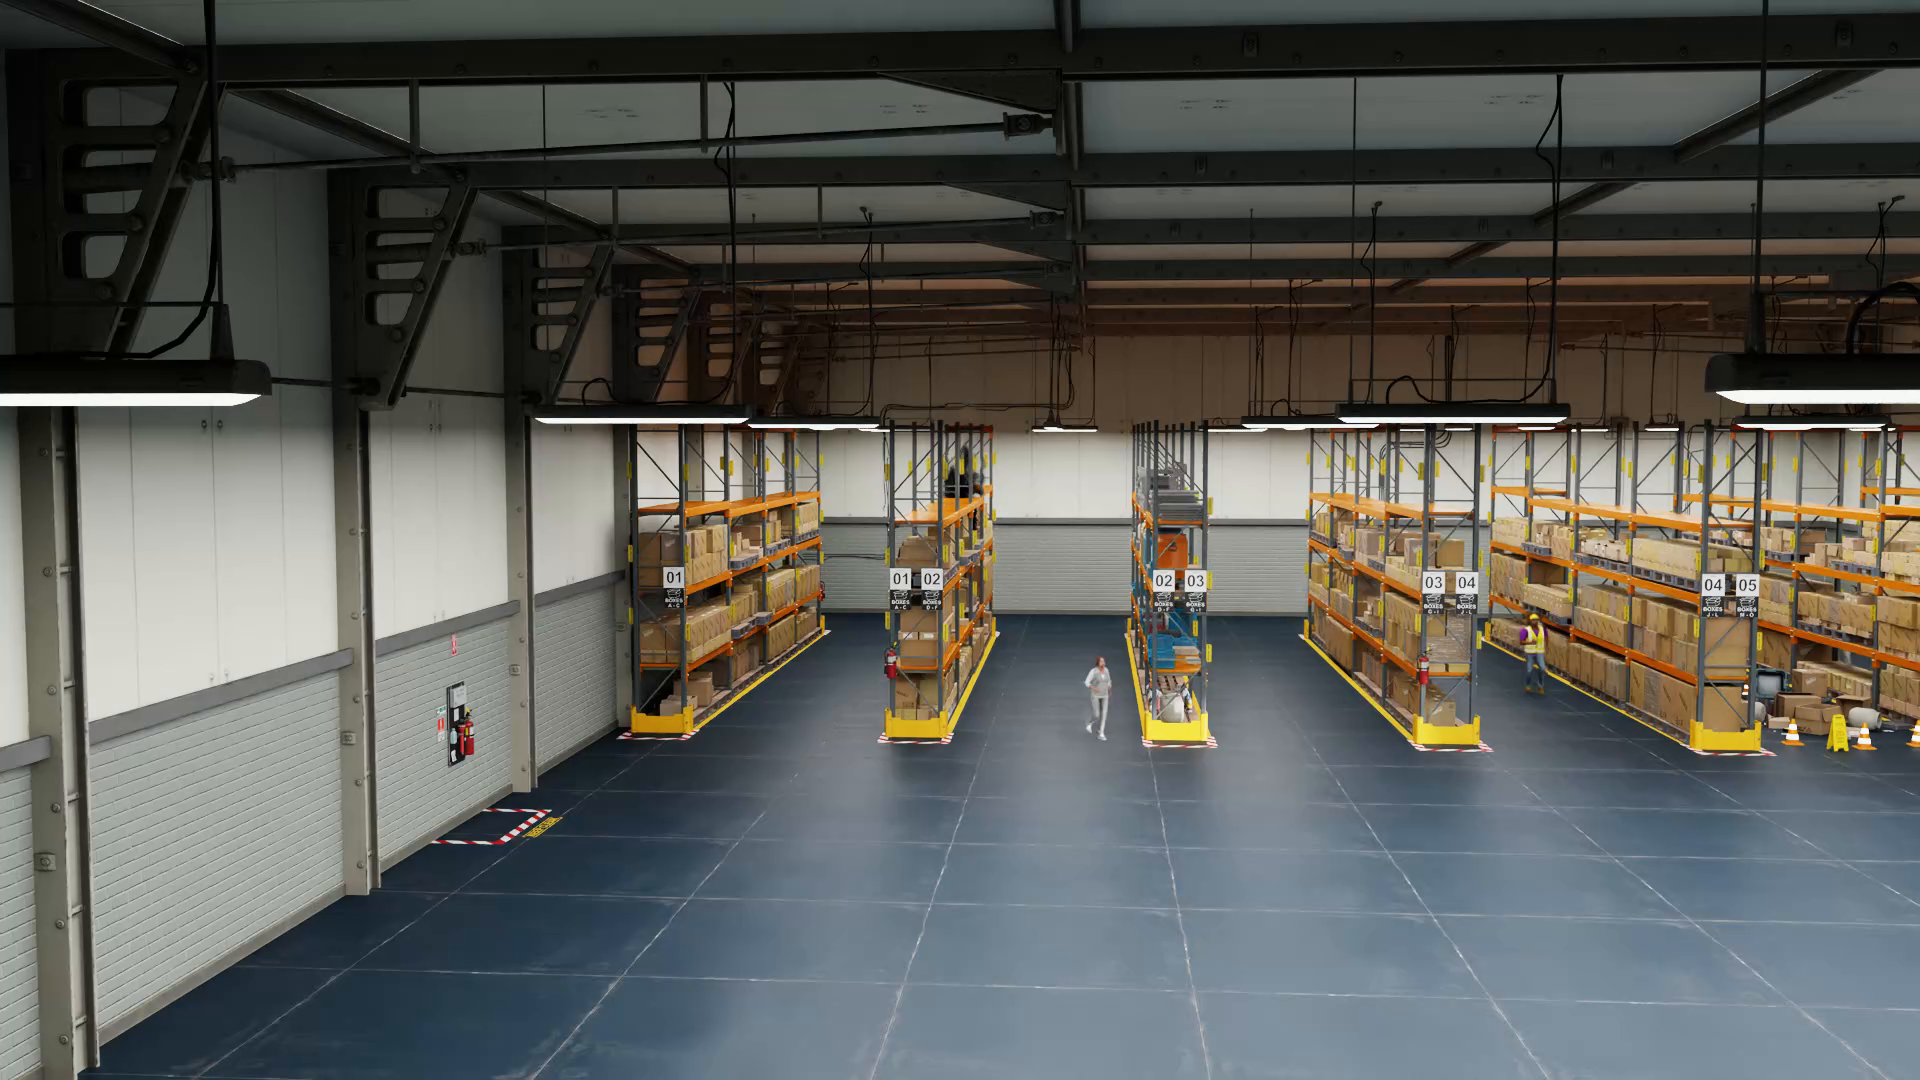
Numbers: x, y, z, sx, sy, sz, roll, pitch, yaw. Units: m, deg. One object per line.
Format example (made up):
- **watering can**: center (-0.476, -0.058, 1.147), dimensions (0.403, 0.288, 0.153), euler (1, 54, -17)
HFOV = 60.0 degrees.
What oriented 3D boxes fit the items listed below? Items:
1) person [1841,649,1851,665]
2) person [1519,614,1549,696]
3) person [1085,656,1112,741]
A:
- **person**: center (21.296, 2.348, 40.191), dimensions (0.591, 1.708, 0.840), euler (0, 4, 5)
- **person**: center (12.670, 2.530, 36.641), dimensions (0.684, 1.816, 0.731), euler (0, 4, 5)
- **person**: center (2.609, 2.960, 31.320), dimensions (0.570, 1.575, 0.668), euler (-1, 4, -21)
